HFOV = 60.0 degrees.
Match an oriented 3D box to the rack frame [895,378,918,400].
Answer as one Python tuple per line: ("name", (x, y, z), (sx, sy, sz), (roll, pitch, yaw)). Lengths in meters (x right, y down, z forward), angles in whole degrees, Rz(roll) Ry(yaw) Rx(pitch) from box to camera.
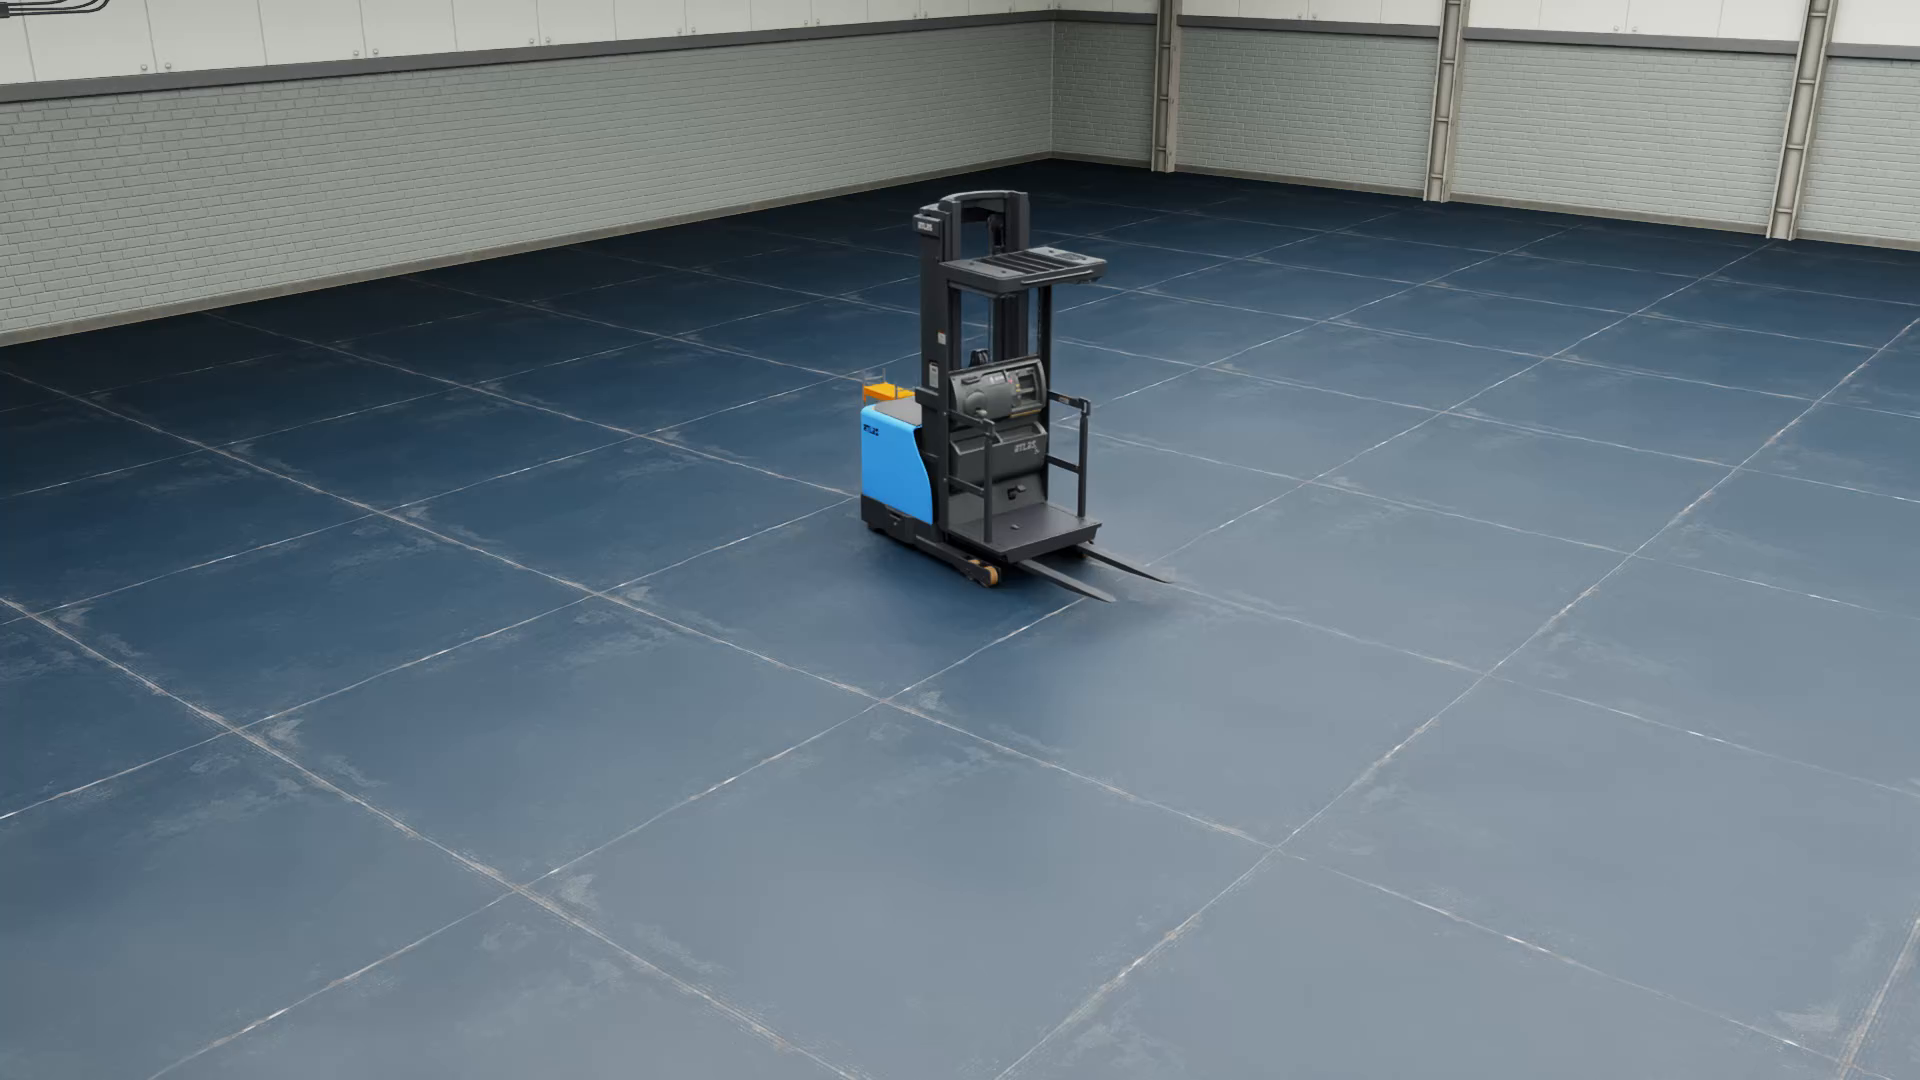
("rack frame", (-0.464, -0.829, 14.658), (0.240, 1.200, 0.015), (-16, 25, -35))

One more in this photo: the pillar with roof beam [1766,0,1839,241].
("pillar with roof beam", (10.781, -8.003, 22.640), (0.400, 9.000, 9.100), (16, 26, 36))

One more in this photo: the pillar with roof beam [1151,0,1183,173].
("pillar with roof beam", (1.484, -10.680, 29.739), (0.400, 9.000, 9.100), (16, 26, 36))

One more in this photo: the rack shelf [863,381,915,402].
("rack shelf", (-0.617, -1.263, 14.701), (0.258, 0.148, 0.480), (-16, 25, -35))

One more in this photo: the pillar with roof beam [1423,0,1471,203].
("pillar with roof beam", (6.133, -9.342, 26.190), (0.400, 9.000, 9.100), (16, 26, 36))

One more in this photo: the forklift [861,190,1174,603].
("forklift", (0.445, -1.196, 13.187), (1.130, 2.935, 3.031), (-15, 26, -35))

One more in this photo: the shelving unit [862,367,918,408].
("shelving unit", (-0.615, -0.895, 14.838), (0.258, 1.200, 0.503), (-16, 25, -35))

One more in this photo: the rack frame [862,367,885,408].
("rack frame", (-0.766, -0.961, 15.018), (0.240, 1.200, 0.015), (-16, 25, -35))

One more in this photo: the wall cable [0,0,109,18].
("wall cable", (-11.142, -8.448, 19.000), (0.169, 6.003, 2.305), (16, 26, 36))
